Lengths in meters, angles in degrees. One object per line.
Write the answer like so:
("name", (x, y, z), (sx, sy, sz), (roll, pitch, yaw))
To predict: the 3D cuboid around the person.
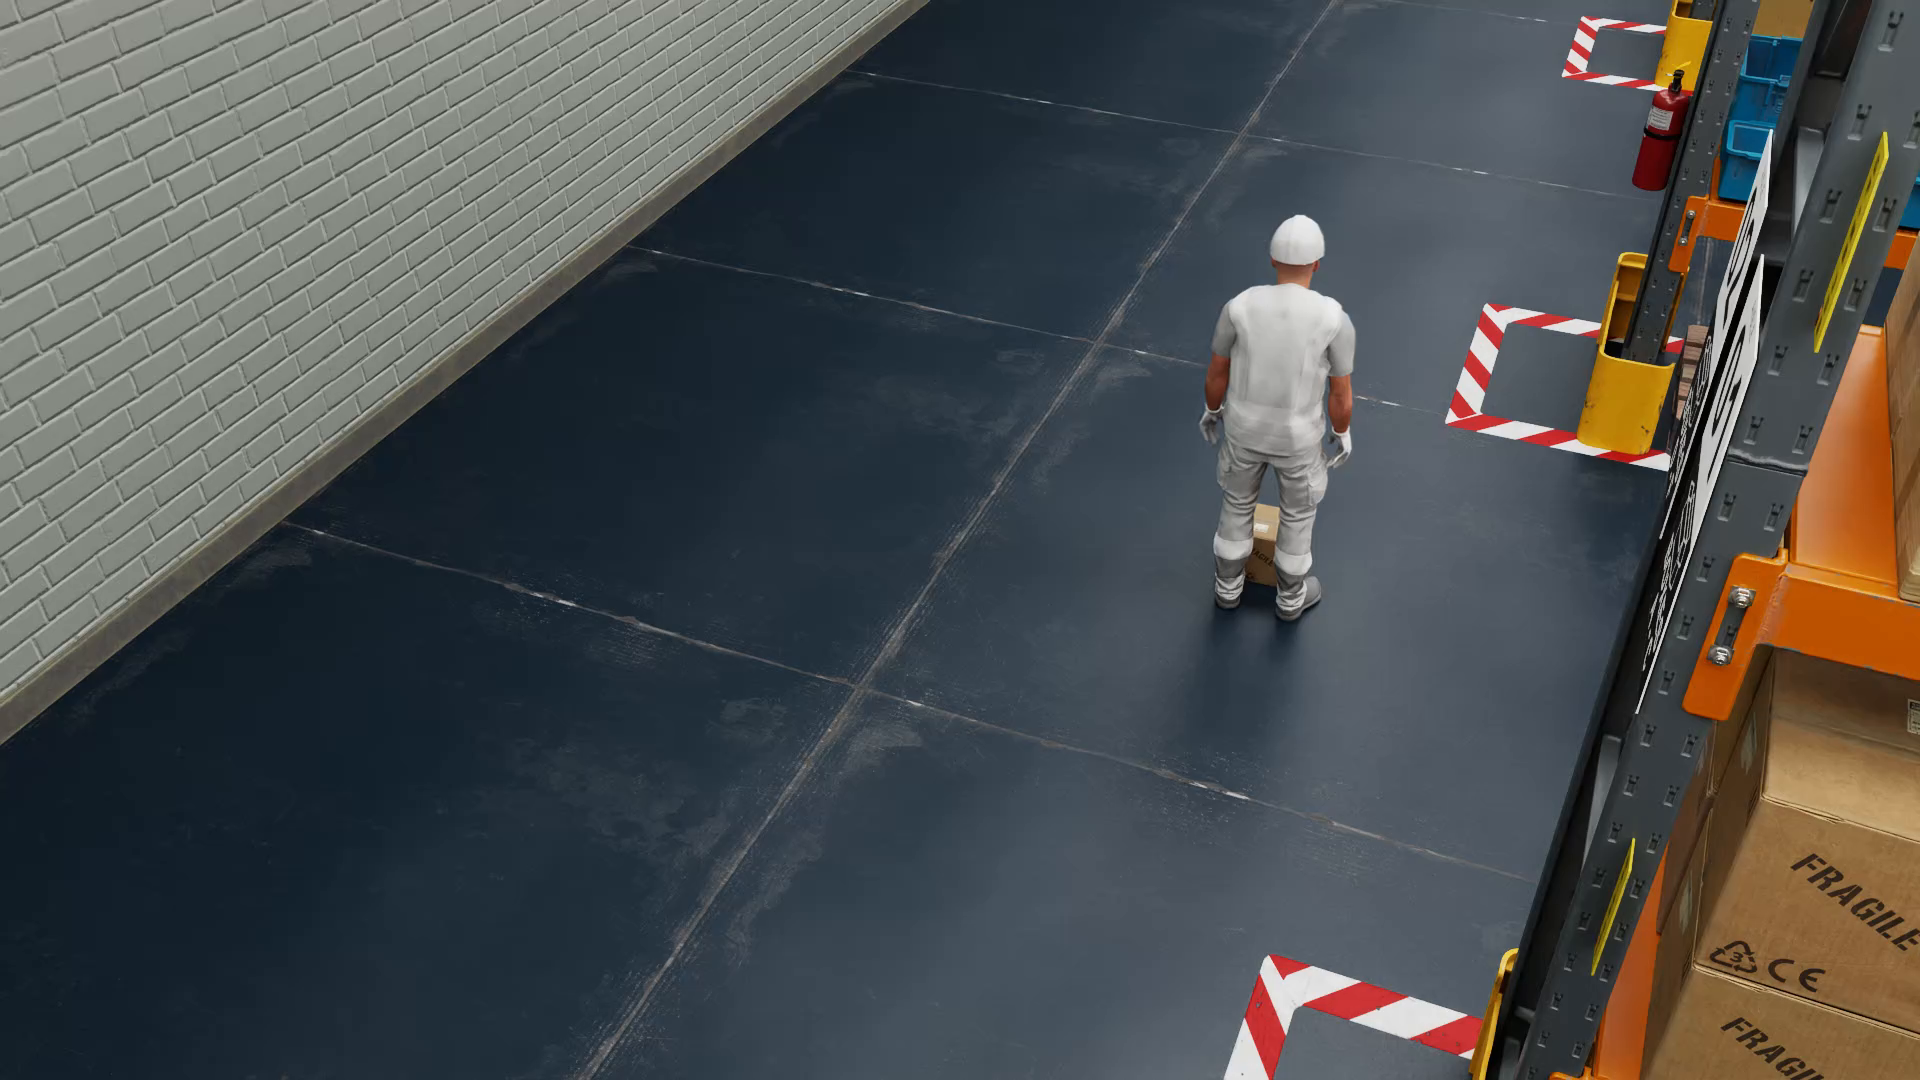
("person", (1.283, -0.461, 6.746), (0.619, 1.779, 0.455), (13, 39, 17))
